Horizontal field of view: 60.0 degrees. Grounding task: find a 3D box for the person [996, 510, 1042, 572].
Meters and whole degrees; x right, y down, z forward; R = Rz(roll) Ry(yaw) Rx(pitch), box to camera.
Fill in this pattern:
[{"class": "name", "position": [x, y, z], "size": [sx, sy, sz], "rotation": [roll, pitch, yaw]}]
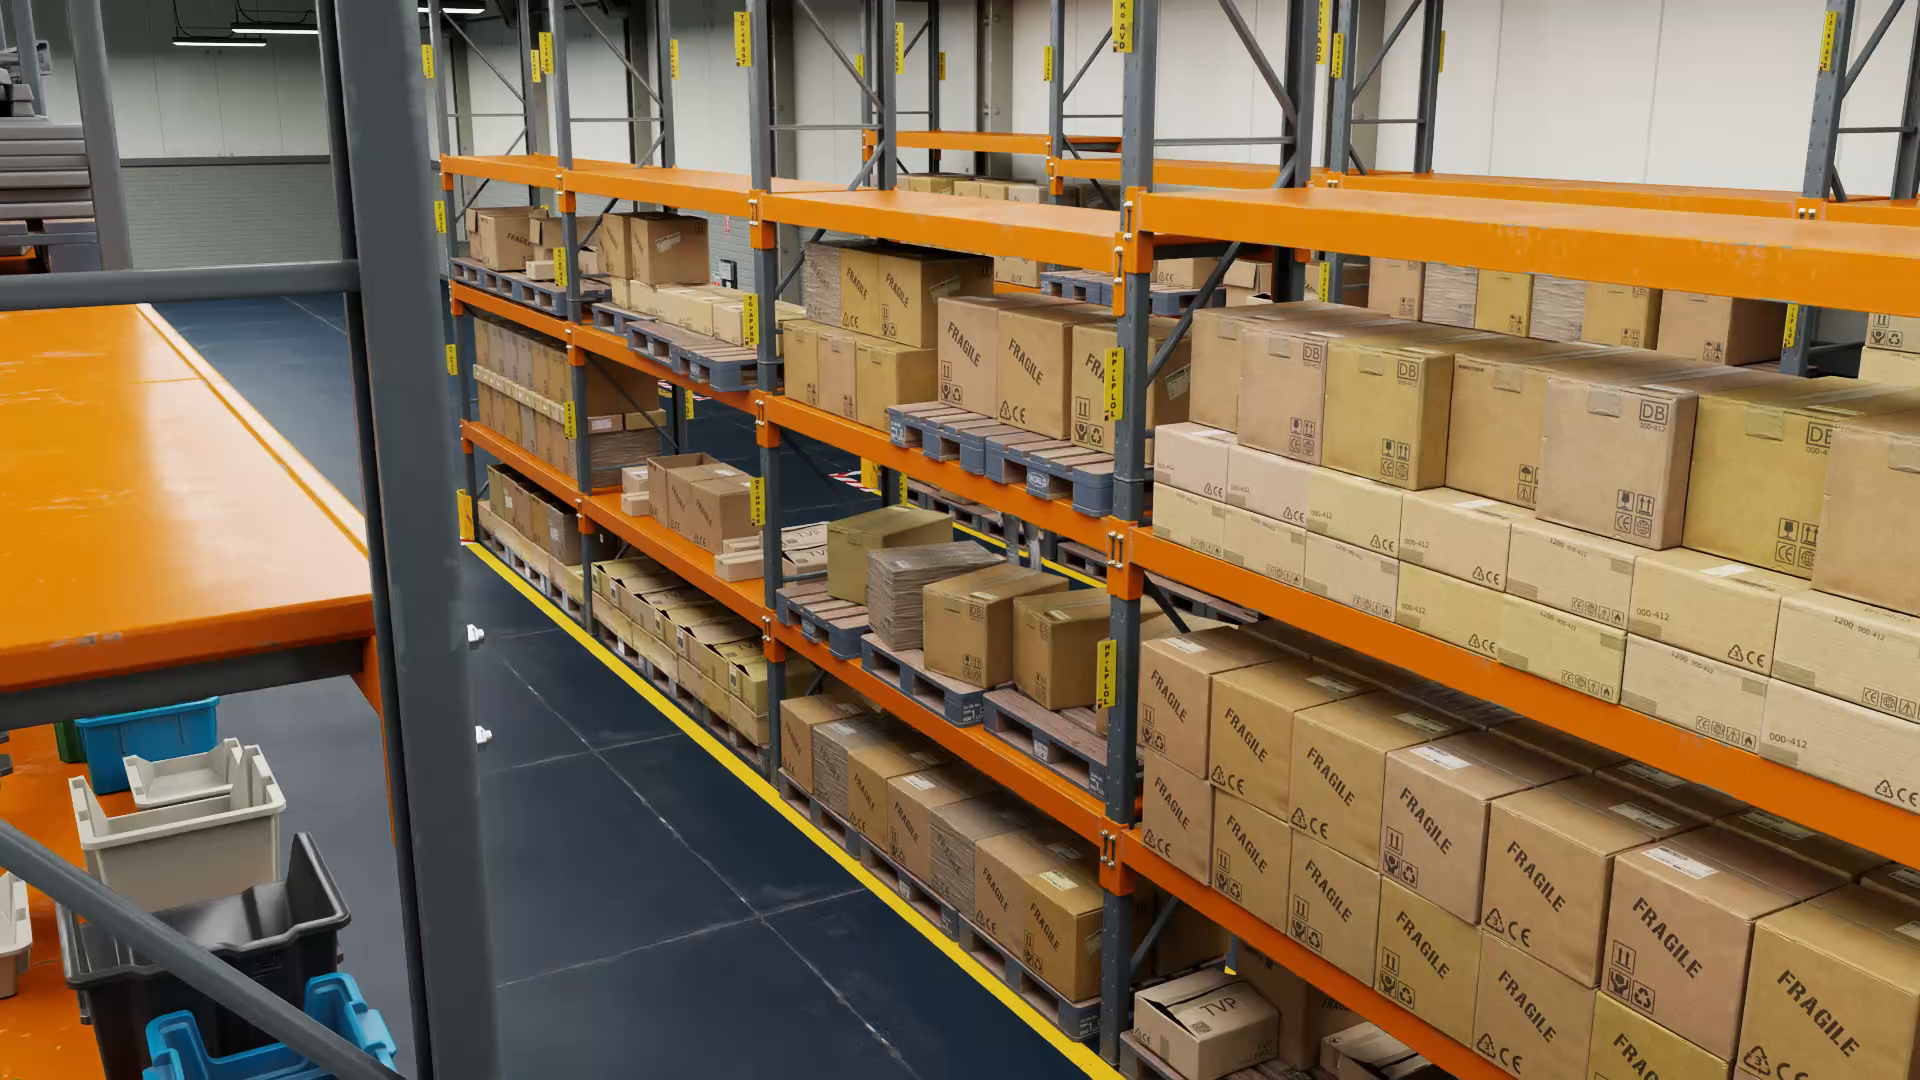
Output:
[{"class": "person", "position": [0.582, -0.289, 16.008], "size": [0.497, 1.668, 0.509], "rotation": [-5, 16, -18]}]
